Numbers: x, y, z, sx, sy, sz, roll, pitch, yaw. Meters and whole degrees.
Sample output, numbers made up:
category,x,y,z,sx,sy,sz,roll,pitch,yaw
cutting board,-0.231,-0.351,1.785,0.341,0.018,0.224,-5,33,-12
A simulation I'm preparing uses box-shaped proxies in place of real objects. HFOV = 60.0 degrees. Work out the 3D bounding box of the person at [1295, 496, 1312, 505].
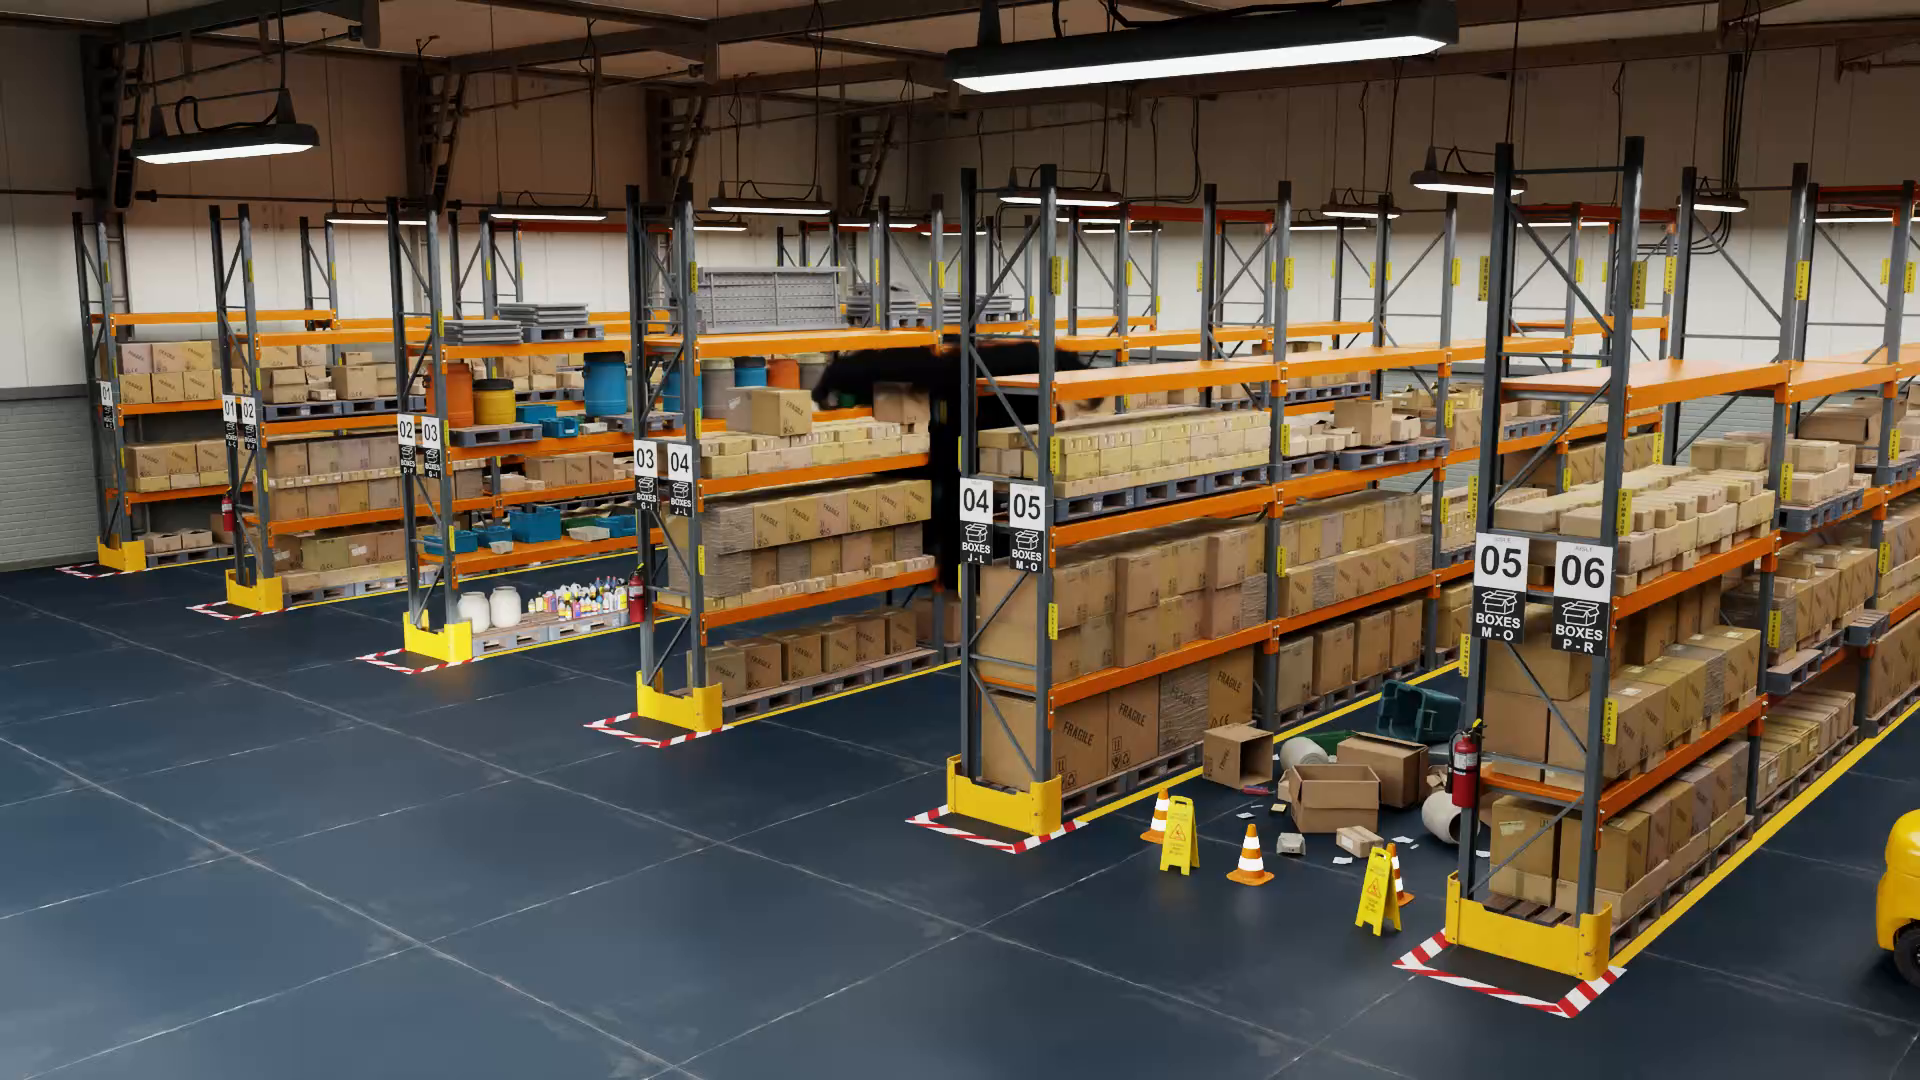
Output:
category,x,y,z,sx,sy,sz,roll,pitch,yaw
person,4.893,0.178,23.758,0.589,1.652,0.757,9,13,44
